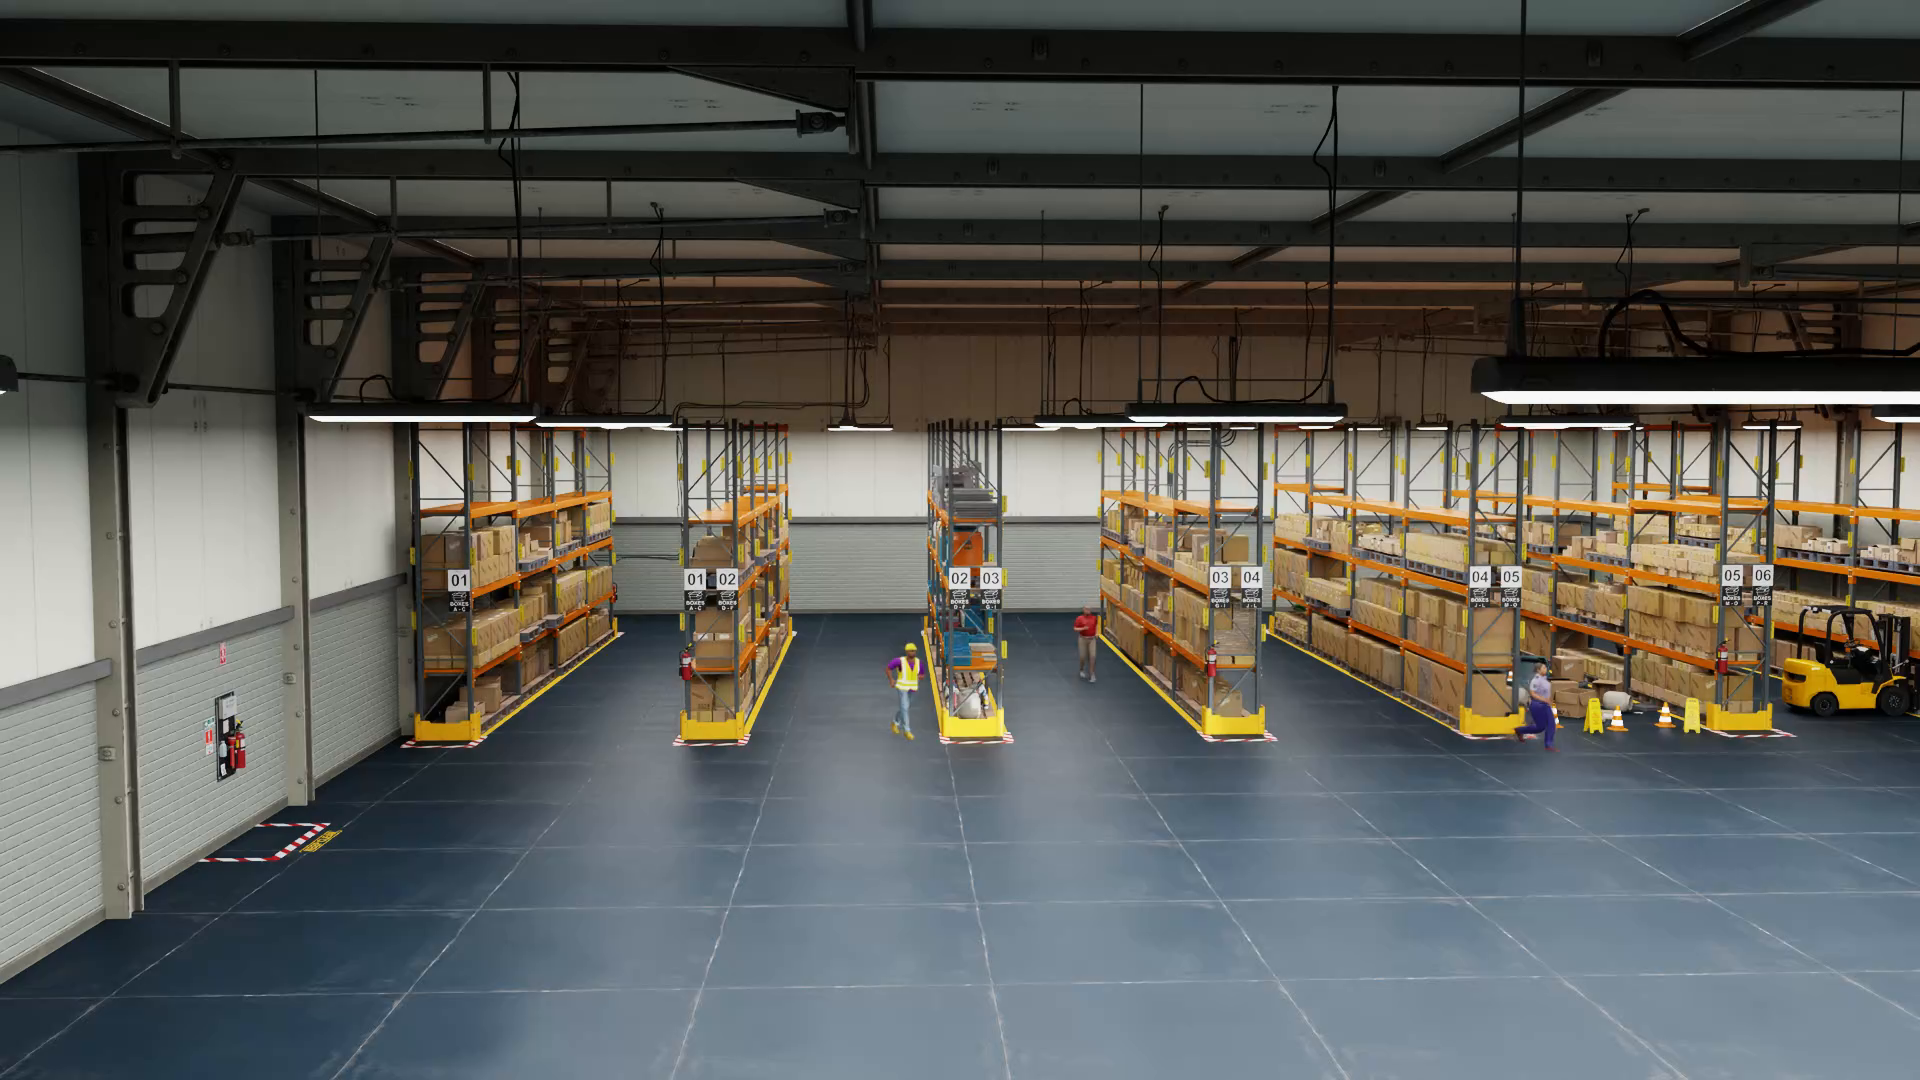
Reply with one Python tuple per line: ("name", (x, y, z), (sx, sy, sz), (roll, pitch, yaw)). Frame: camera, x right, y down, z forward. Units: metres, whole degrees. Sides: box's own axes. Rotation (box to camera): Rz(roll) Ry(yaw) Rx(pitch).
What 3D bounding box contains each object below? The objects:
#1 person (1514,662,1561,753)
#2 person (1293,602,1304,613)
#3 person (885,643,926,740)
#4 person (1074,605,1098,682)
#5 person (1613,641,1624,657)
("person", (10.430, 3.015, 29.996), (0.809, 1.633, 0.624), (3, 5, 36))
("person", (9.987, 1.674, 48.882), (0.865, 1.812, 0.646), (-1, 4, -17))
("person", (-0.964, 2.803, 31.215), (0.713, 1.735, 1.050), (-2, 4, -32))
("person", (2.943, 2.392, 38.563), (0.642, 1.787, 0.762), (-1, 4, -10))
("person", (16.936, 2.148, 42.594), (0.669, 1.683, 0.618), (-1, 4, -8))
